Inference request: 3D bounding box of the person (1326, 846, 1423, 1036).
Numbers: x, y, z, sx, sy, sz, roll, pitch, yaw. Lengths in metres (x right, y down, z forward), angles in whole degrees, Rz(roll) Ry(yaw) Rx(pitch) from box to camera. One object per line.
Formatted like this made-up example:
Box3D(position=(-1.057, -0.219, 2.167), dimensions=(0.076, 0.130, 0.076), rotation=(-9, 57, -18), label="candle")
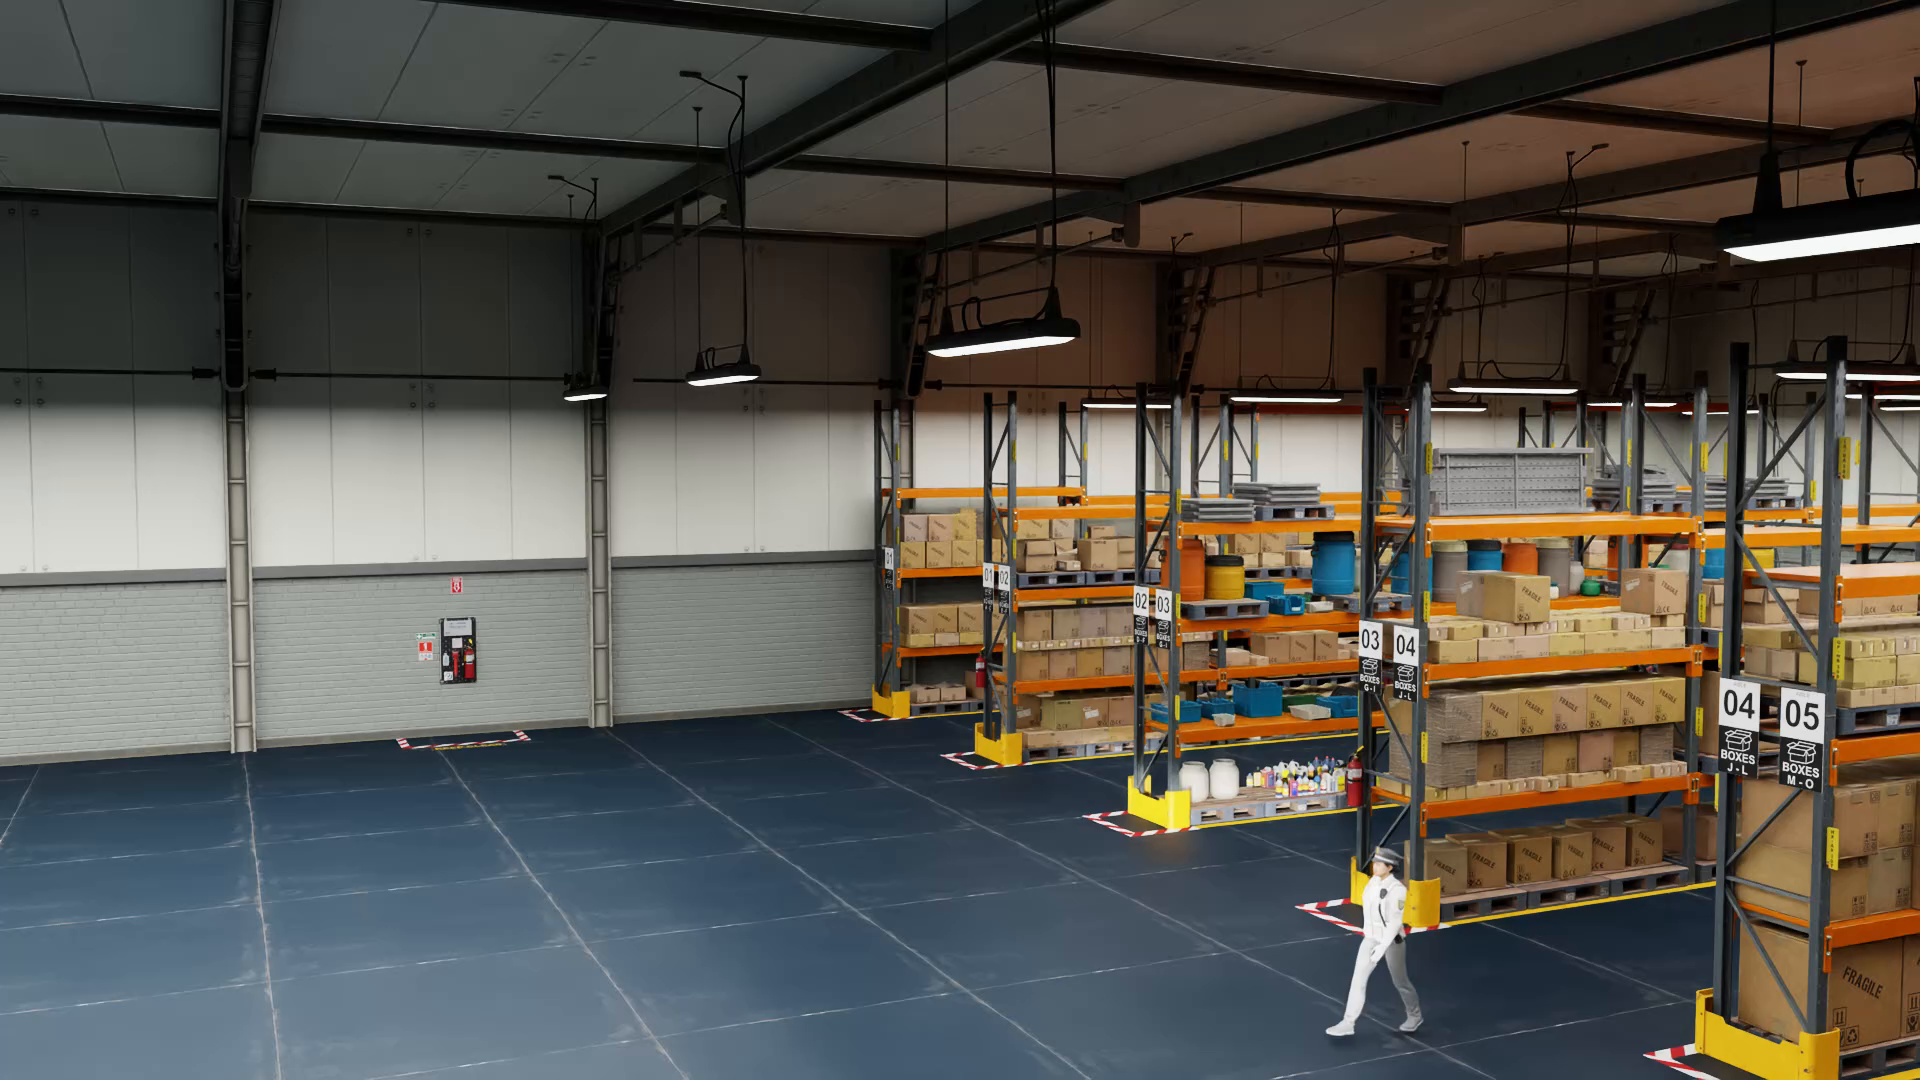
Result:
Box3D(position=(3.627, 3.478, 14.431), dimensions=(0.956, 1.637, 0.512), rotation=(-2, 4, -29), label="person")
